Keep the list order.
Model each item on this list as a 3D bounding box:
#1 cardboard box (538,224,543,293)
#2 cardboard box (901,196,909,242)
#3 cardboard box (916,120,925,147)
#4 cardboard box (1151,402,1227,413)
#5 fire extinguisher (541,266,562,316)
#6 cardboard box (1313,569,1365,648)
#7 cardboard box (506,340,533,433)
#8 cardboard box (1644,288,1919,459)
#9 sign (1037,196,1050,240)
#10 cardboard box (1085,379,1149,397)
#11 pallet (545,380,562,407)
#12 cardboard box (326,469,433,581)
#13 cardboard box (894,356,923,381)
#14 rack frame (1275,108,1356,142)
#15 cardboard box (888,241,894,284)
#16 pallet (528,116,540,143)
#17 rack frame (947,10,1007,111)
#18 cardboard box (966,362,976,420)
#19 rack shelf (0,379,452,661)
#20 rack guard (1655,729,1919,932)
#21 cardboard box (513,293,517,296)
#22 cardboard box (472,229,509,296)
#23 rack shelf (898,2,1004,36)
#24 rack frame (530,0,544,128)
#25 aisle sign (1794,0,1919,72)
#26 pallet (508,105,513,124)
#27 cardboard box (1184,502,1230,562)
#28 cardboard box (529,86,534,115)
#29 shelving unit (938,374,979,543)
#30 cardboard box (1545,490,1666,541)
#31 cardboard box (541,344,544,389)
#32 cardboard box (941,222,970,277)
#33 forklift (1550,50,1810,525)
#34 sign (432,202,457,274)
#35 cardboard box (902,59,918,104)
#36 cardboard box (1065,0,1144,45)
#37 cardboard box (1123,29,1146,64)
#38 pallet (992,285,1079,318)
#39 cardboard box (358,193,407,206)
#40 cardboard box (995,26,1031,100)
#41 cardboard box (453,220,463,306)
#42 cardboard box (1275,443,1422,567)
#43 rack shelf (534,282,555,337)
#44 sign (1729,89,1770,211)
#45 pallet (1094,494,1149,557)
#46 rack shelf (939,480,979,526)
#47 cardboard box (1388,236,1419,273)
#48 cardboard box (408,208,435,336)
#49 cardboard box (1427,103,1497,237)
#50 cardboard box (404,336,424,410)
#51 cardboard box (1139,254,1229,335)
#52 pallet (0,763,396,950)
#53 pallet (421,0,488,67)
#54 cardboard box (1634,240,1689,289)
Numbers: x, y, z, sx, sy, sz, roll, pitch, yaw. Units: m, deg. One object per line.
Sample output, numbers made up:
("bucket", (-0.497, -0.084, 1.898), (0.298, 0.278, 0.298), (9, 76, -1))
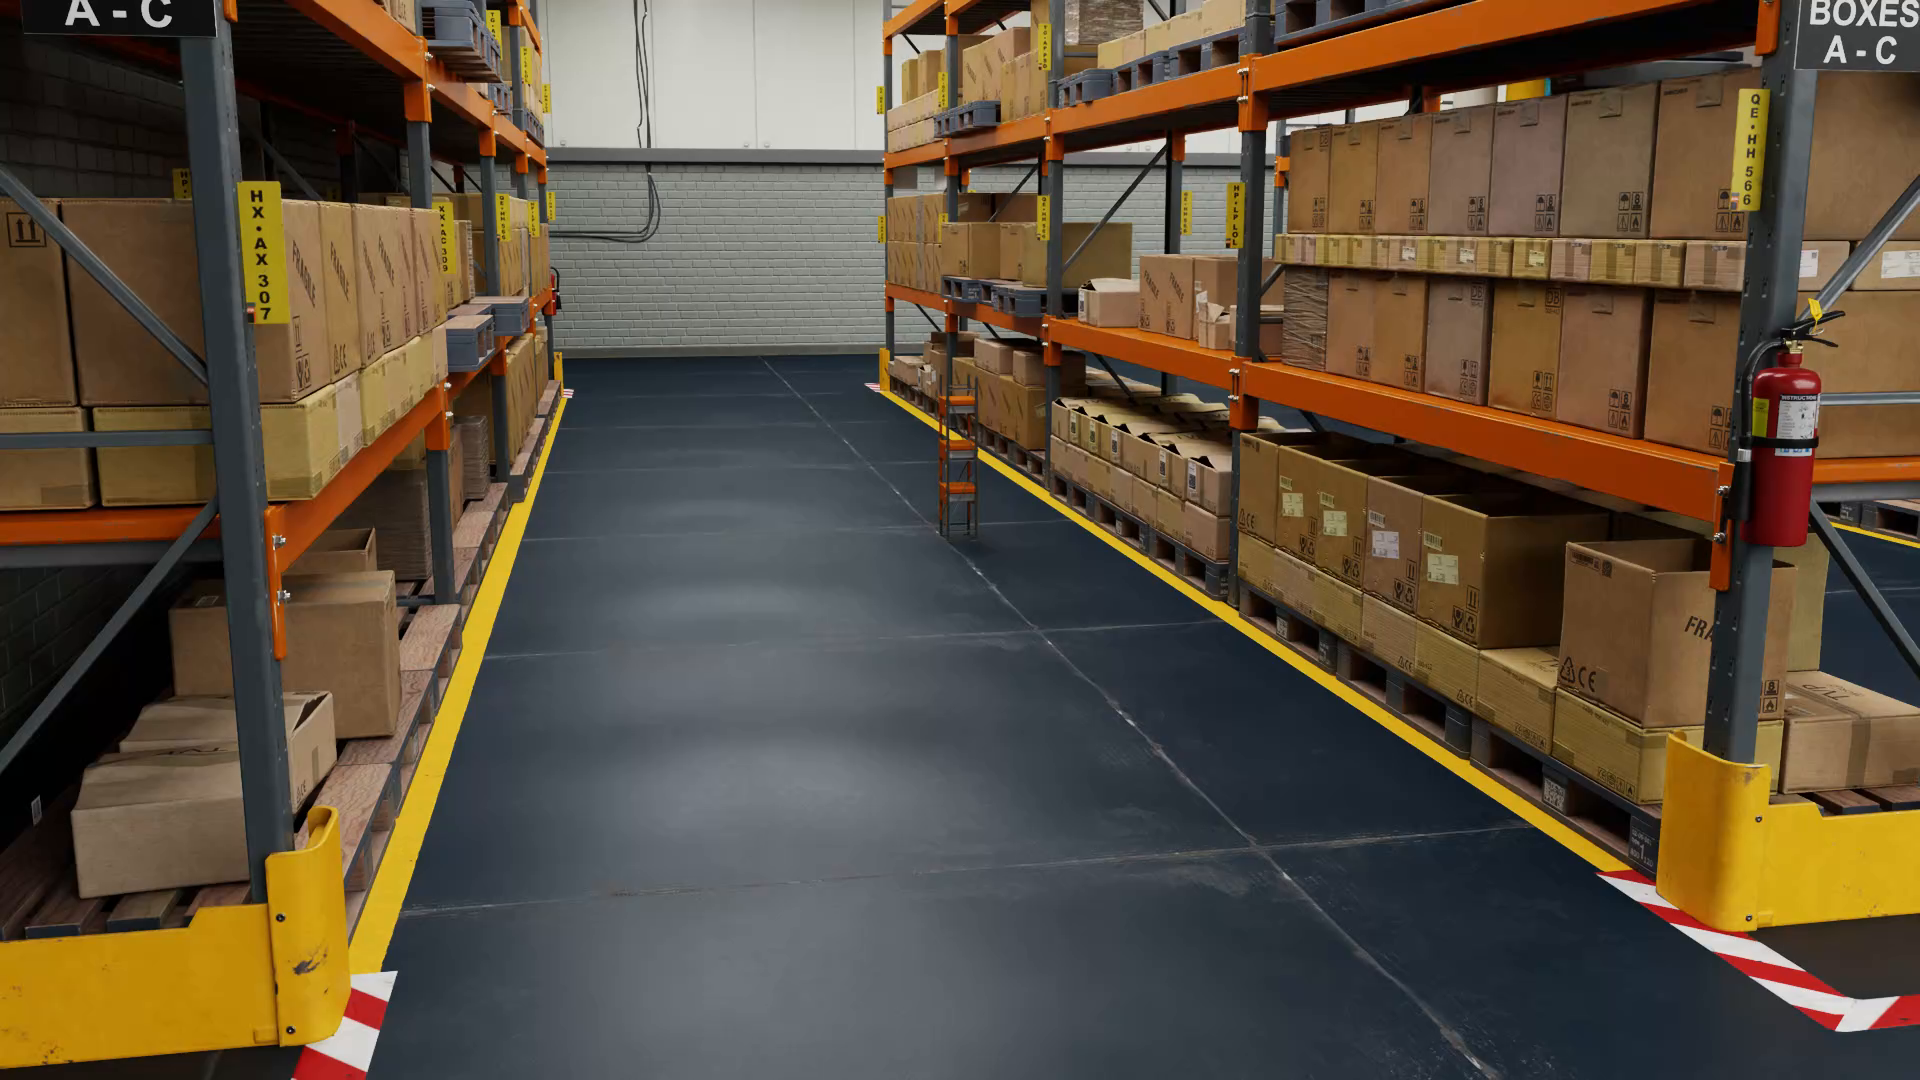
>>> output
("cardboard box", (-4.863, -2.937, 17.302), (0.980, 0.700, 0.700), (-3, 11, -14))
("cardboard box", (-0.376, -3.598, 18.639), (0.500, 0.500, 0.500), (-2, 11, -10))
("cardboard box", (-0.175, -4.266, 17.466), (0.500, 0.250, 0.500), (-2, 11, -11))
("cardboard box", (1.602, -0.818, 11.704), (0.500, 0.311, 0.500), (-2, 11, -12))
("fire extinguisher", (-4.840, -2.979, 19.530), (0.296, 0.674, 0.183), (-2, 11, -11))
("cardboard box", (1.906, 0.289, 7.389), (0.500, 0.250, 0.500), (-2, 11, -11))
("cardboard box", (-4.056, -1.295, 14.105), (0.750, 0.750, 0.750), (-2, 11, -9))
("cardboard box", (2.628, -0.537, 5.230), (0.700, 0.500, 0.500), (-2, 11, -11))
("sign", (0.620, -2.378, 12.282), (0.100, 0.325, 0.005), (-2, 11, -11))
("cardboard box", (1.235, -1.047, 13.685), (0.500, 0.500, 0.500), (-3, 11, -13))
("pallet", (-5.031, -1.642, 18.760), (1.003, 0.211, 1.213), (-2, 11, -11))
("cardboard box", (-3.089, -0.078, 8.590), (0.700, 0.500, 0.500), (-2, 11, -9))
("cardboard box", (-0.481, -2.000, 19.361), (0.500, 0.250, 0.500), (-2, 11, -11))
("rack frame", (4.454, -6.463, 20.587), (1.000, 3.000, 0.127), (-2, 11, -11))
("cardboard box", (-0.578, -3.295, 19.717), (0.500, 0.500, 0.500), (-2, 11, -10))
("pallet", (-4.868, -4.226, 17.092), (1.003, 0.211, 1.213), (-2, 11, -11))
("rack frame", (0.373, -5.550, 15.789), (1.000, 3.000, 0.127), (-2, 11, -11))
("cardboard box", (0.342, -1.396, 15.518), (0.500, 0.500, 0.500), (-2, 11, -10))
("rack shelf", (-2.541, -0.235, 5.832), (1.077, 0.370, 4.000), (-2, 11, -11))
("rack guard", (2.711, 0.830, 4.998), (1.175, 0.500, 0.348), (-2, 11, -11))
("cardboard box", (-3.972, -2.069, 14.162), (0.380, 0.149, 0.250), (-2, 11, -11))
("cardboard box", (-3.551, -1.992, 12.024), (0.500, 0.500, 0.500), (-2, 11, -9))
("rack shelf", (-0.016, -5.632, 17.771), (0.831, 0.071, 3.687), (-2, 11, -11))
("rack frame", (-5.264, -6.103, 18.694), (1.000, 3.000, 0.127), (-2, 11, -11))
("aisle sign", (2.431, -1.657, 4.425), (0.394, 0.787, 0.004), (-2, 11, -11))
("pallet", (-4.259, -3.635, 14.264), (0.805, 0.209, 1.217), (-3, 11, -13))
("cardboard box", (1.564, -0.057, 9.204), (0.500, 0.250, 0.500), (-2, 11, -12))
("cardboard box", (-4.447, -4.308, 16.295), (0.500, 0.250, 0.500), (-2, 11, -12))
("shelving unit", (-0.010, -0.526, 10.650), (0.215, 1.050, 0.252), (-2, 11, -11))
("cardboard box", (2.612, 0.085, 6.455), (0.500, 0.500, 0.500), (-2, 11, -11))
("cardboard box", (-4.834, -1.825, 17.827), (0.700, 0.500, 0.500), (-2, 11, -13))
("cardboard box", (0.245, -2.763, 15.803), (0.700, 0.500, 0.500), (-6, 12, -30))
("forklift", (3.410, -1.215, 9.239), (1.130, 2.935, 3.031), (-2, 11, -10))
("sign", (-2.399, -1.401, 7.722), (0.100, 0.325, 0.005), (-2, 11, -11))
("cardboard box", (-0.275, -5.162, 18.832), (0.700, 0.500, 0.500), (-2, 11, -11))
("cardboard box", (1.072, -3.964, 12.534), (0.500, 0.500, 0.500), (-2, 11, -11))
("cardboard box", (1.414, -3.299, 11.262), (0.500, 0.250, 0.500), (-2, 11, -9))
("pallet", (0.950, -1.897, 13.154), (1.213, 0.211, 1.003), (-2, 11, -11))
("cardboard box", (-4.050, -2.336, 11.824), (0.500, 0.250, 0.500), (-2, 11, -9))
("cardboard box", (0.660, -4.042, 14.228), (0.600, 0.600, 0.600), (-3, 11, -13))
("cardboard box", (-3.342, -1.640, 9.848), (0.700, 0.500, 0.500), (-2, 11, -11))
("cardboard box", (1.817, -0.172, 7.802), (0.500, 0.500, 0.500), (-2, 11, -11))
("rack shelf", (-4.875, -2.436, 17.395), (1.077, 0.370, 4.000), (-2, 11, -11))
("sign", (2.172, -1.070, 4.566), (0.100, 0.325, 0.005), (-2, 11, -11))
("pallet", (1.506, -0.124, 10.783), (1.003, 0.211, 1.213), (-2, 11, -11))
("rack shelf", (-0.010, -0.242, 10.704), (0.215, 0.259, 0.240), (-2, 11, -11))
("cardboard box", (2.046, -1.211, 7.035), (0.380, 0.149, 0.250), (-2, 11, -13))
("cardboard box", (-2.432, -1.093, 6.757), (0.500, 0.500, 0.500), (-2, 11, -11))
("cardboard box", (2.314, -1.465, 6.634), (0.700, 0.500, 0.500), (-2, 11, -11))
("cardboard box", (-2.339, -0.632, 6.342), (0.500, 0.250, 0.500), (-2, 11, -11))
("cardboard box", (1.493, -1.611, 10.873), (0.500, 0.500, 0.500), (-3, 11, -14))
("pallet", (-2.290, 0.984, 4.961), (1.003, 0.211, 1.213), (-2, 11, -11))
("pallet", (-2.945, -2.453, 8.044), (1.213, 0.211, 1.003), (-2, 11, -11))
("cardboard box", (2.393, -0.881, 5.301), (0.380, 0.149, 0.250), (-2, 11, -10))
